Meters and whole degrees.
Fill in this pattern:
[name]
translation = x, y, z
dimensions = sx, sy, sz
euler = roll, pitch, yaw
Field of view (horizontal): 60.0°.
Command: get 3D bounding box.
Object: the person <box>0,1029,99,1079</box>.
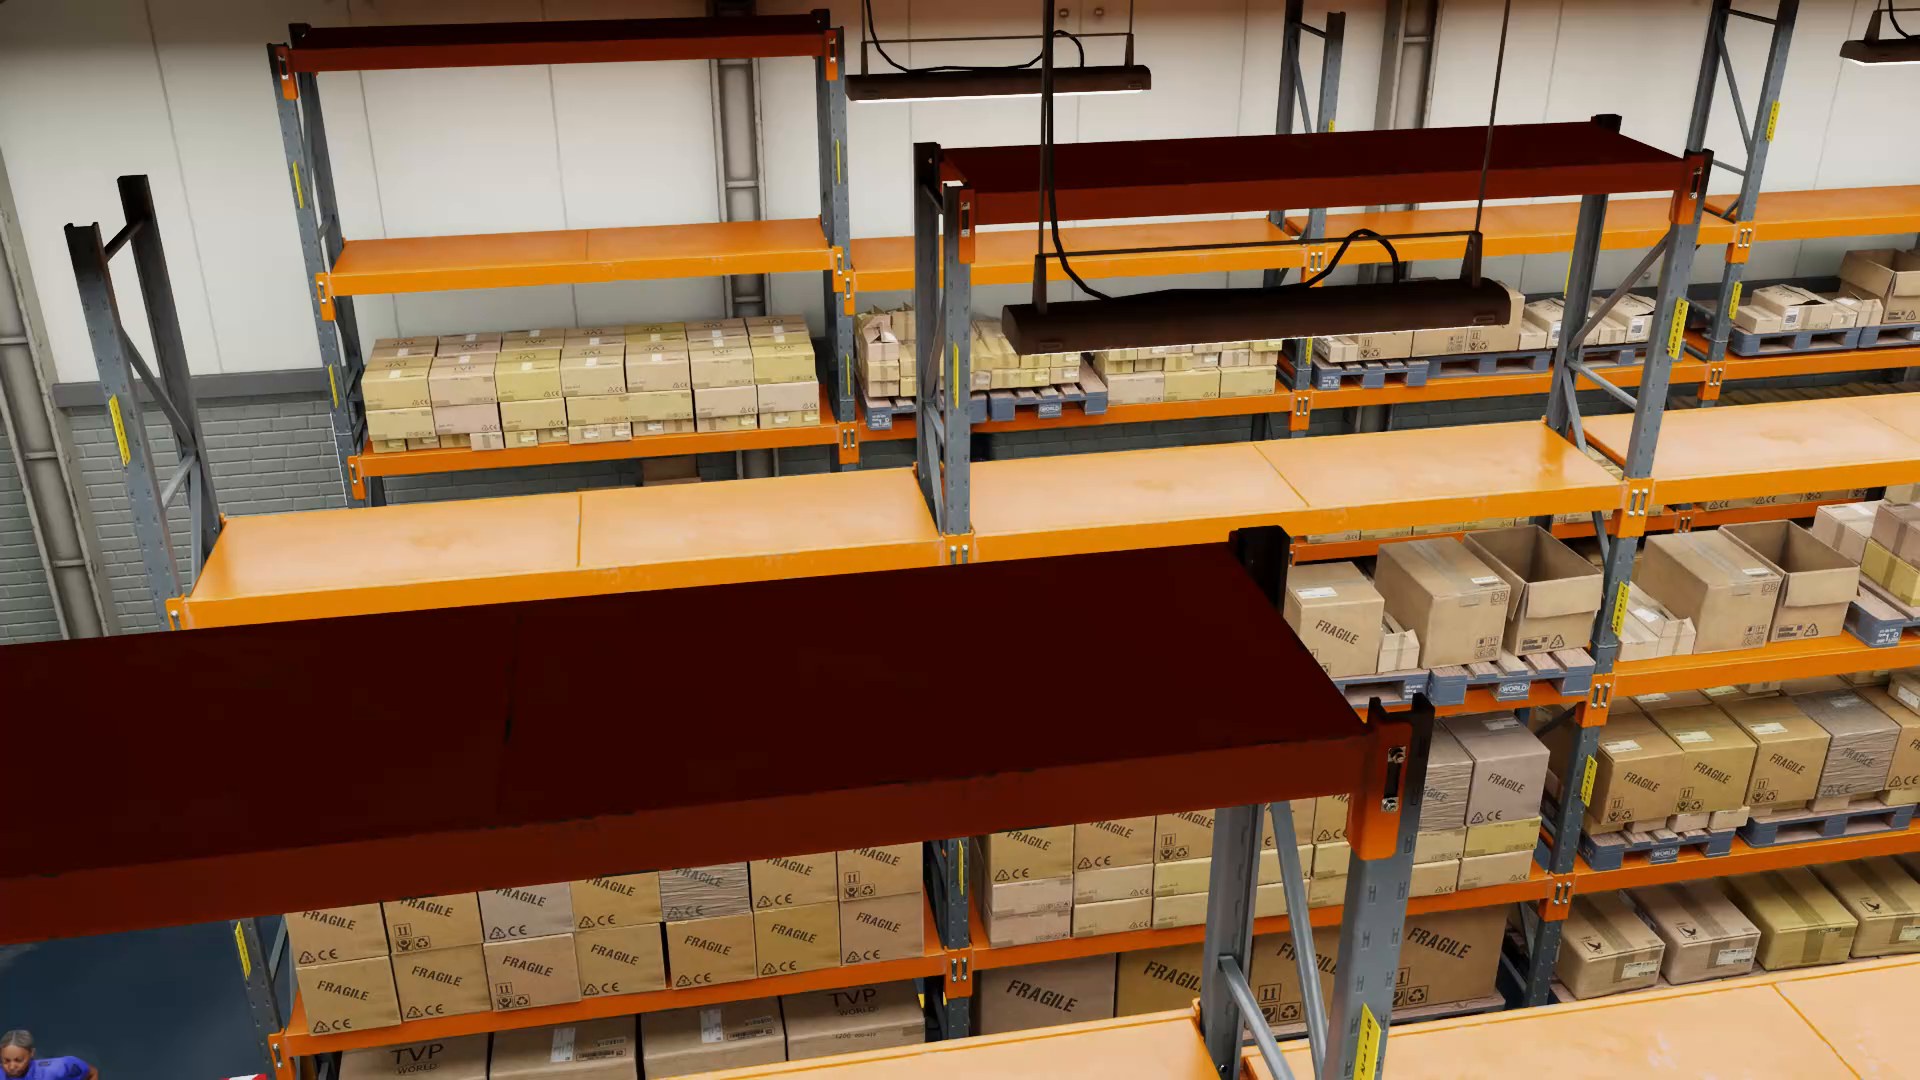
[person]
translation = -5.180, 3.406, 9.412
dimensions = 0.616, 1.642, 0.958
euler = -2, 26, -4
